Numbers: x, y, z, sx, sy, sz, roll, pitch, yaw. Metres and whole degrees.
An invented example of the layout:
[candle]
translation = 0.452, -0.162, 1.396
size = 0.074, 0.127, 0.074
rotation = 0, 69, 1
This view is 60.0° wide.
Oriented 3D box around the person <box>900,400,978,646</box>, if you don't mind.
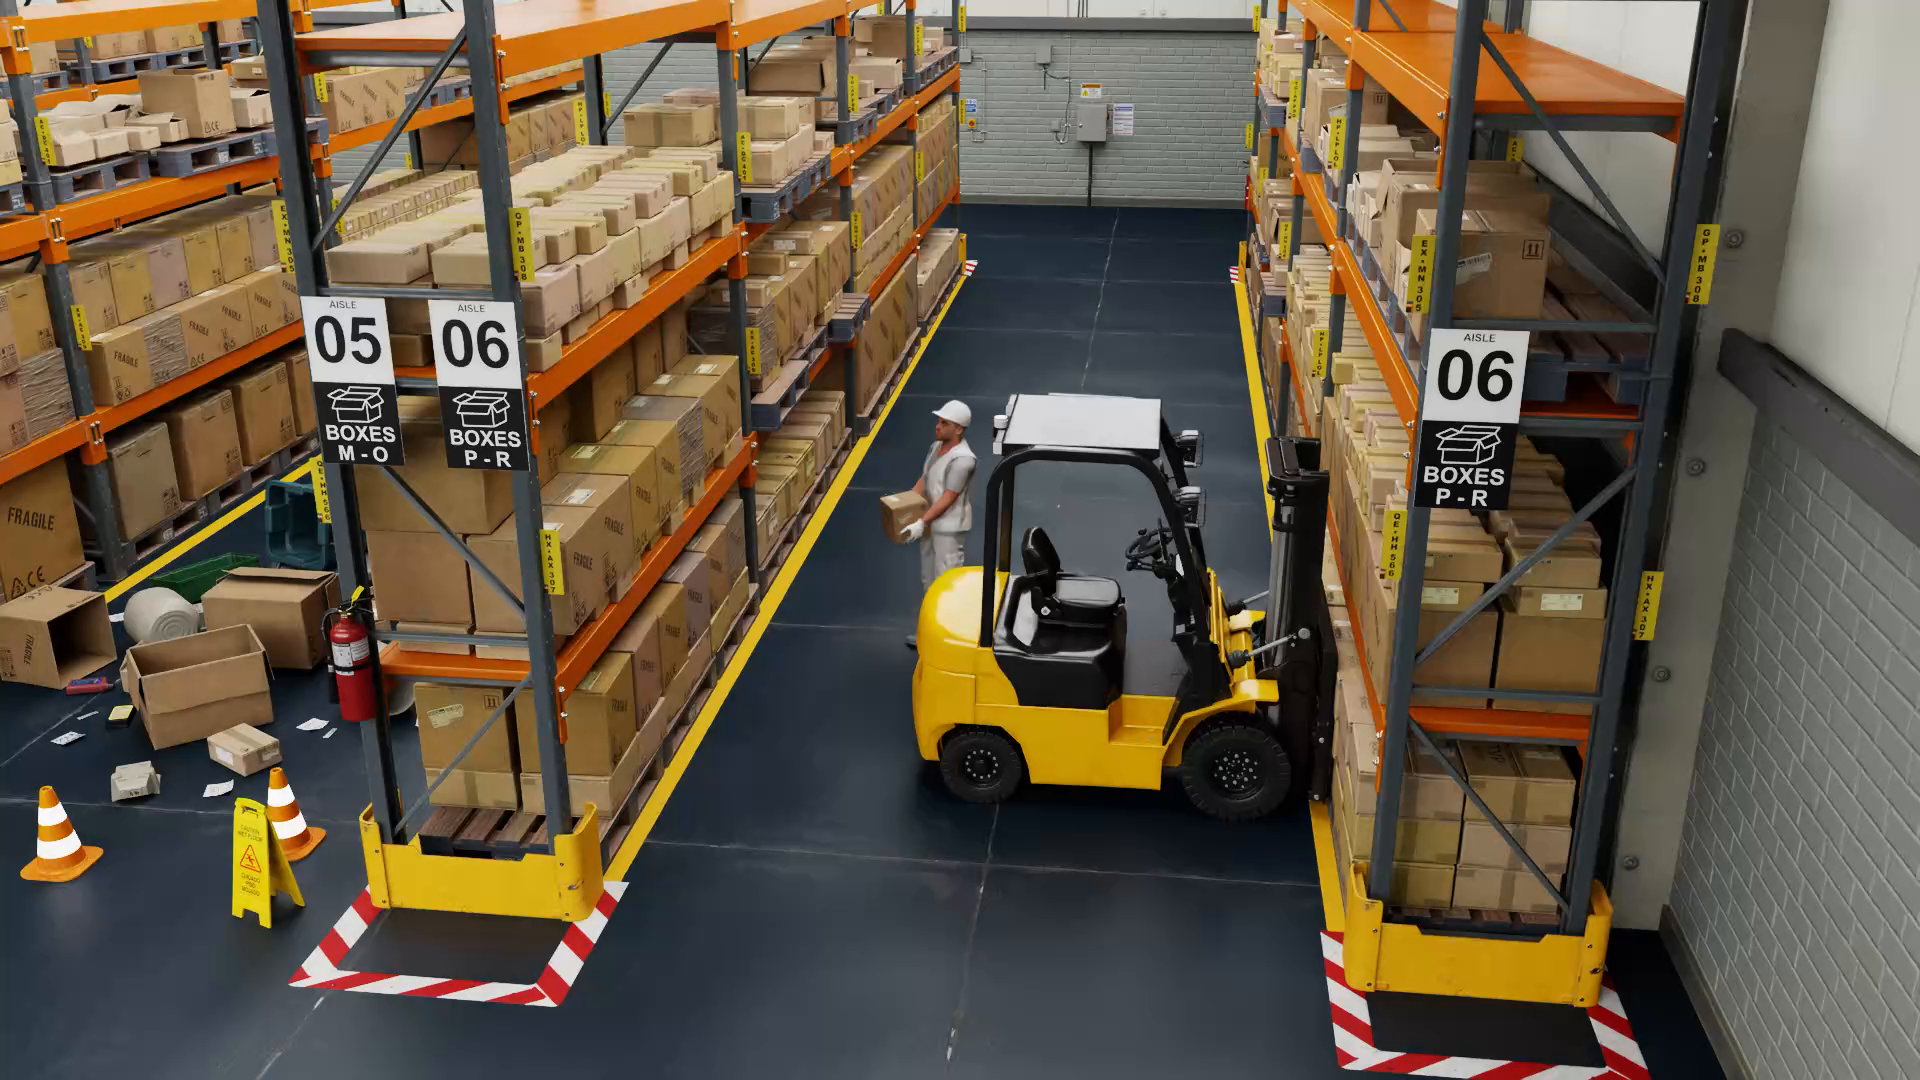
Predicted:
[person]
translation = -0.190, -0.059, 11.199
size = 0.562, 1.792, 0.506
rotation = -8, 23, -21
